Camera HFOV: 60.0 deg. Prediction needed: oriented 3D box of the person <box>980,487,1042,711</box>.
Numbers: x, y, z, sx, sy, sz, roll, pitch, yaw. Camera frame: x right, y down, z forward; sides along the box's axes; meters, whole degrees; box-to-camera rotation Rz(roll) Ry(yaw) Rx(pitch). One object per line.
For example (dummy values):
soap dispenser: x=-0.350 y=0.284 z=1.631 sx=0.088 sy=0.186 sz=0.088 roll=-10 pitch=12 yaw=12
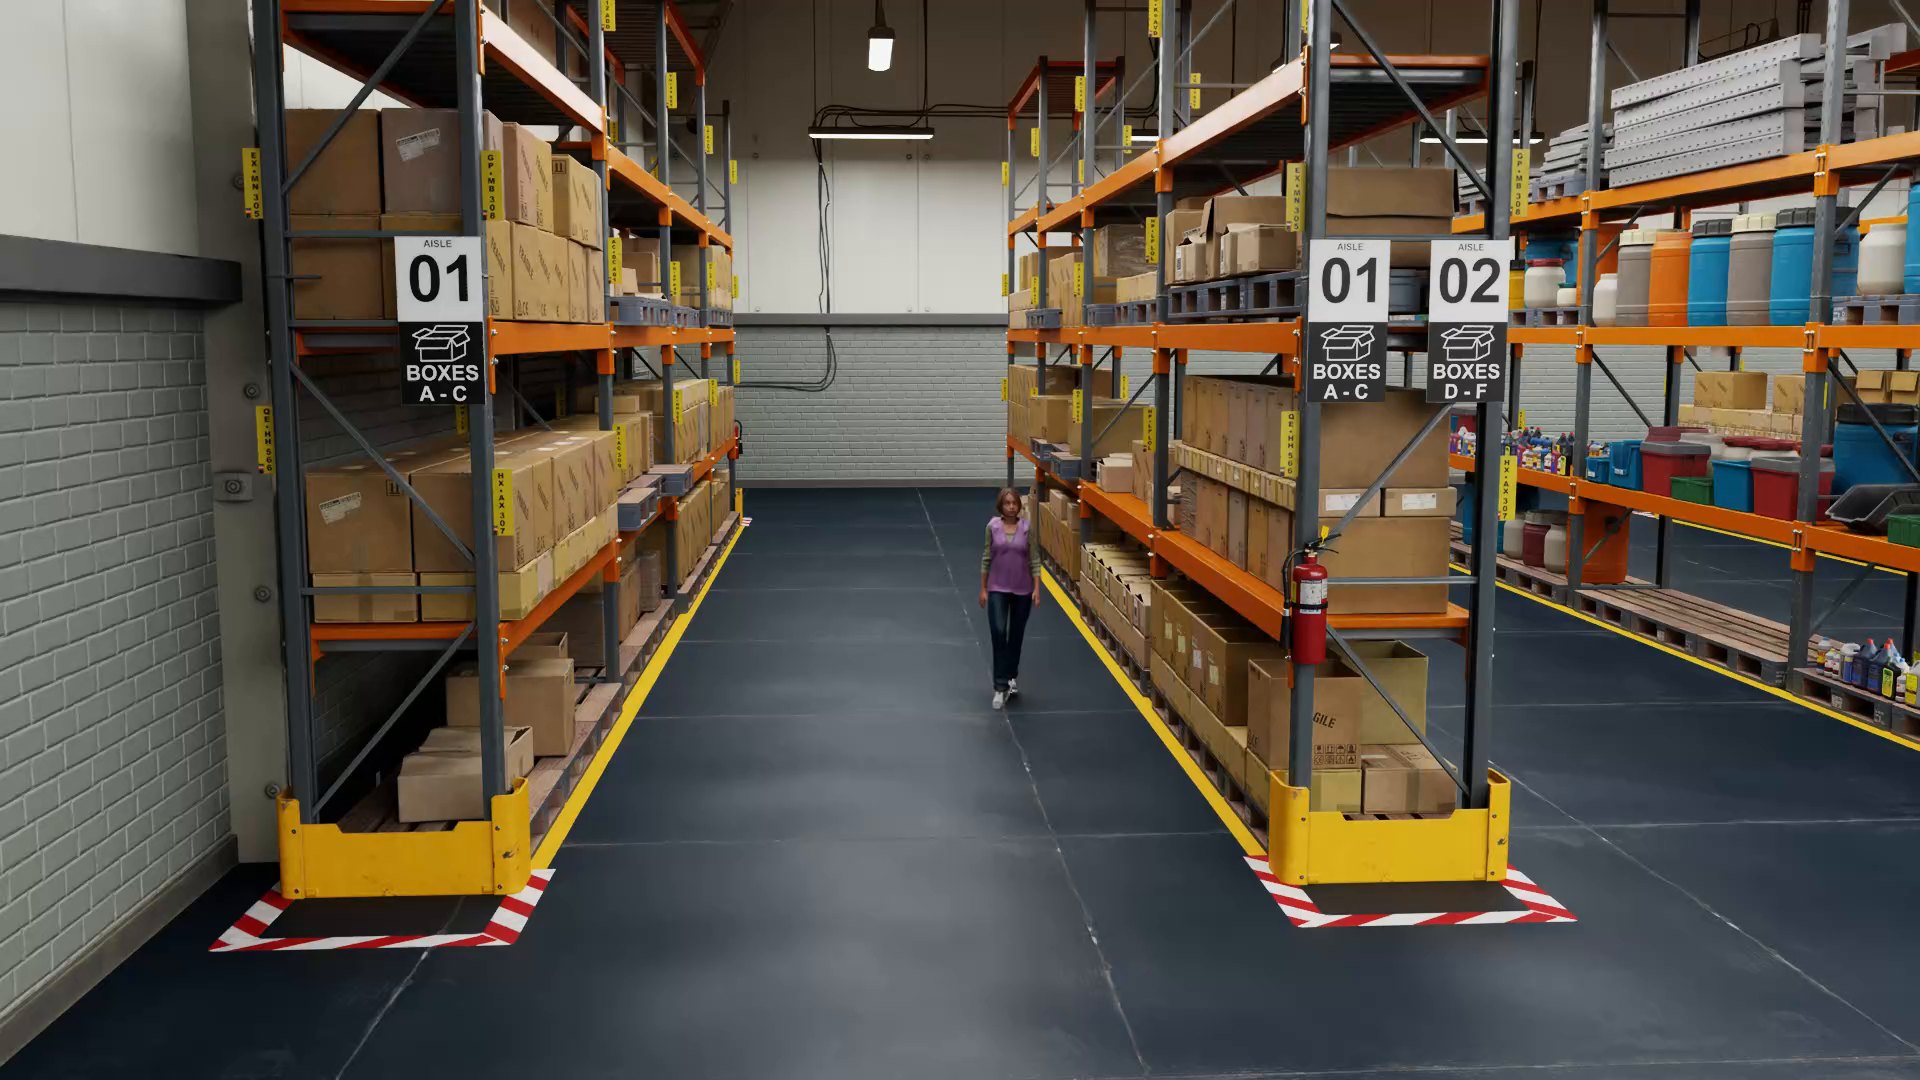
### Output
person: x=0.383 y=0.423 z=12.421 sx=0.454 sy=1.628 sz=0.681 roll=0 pitch=7 yaw=-4
